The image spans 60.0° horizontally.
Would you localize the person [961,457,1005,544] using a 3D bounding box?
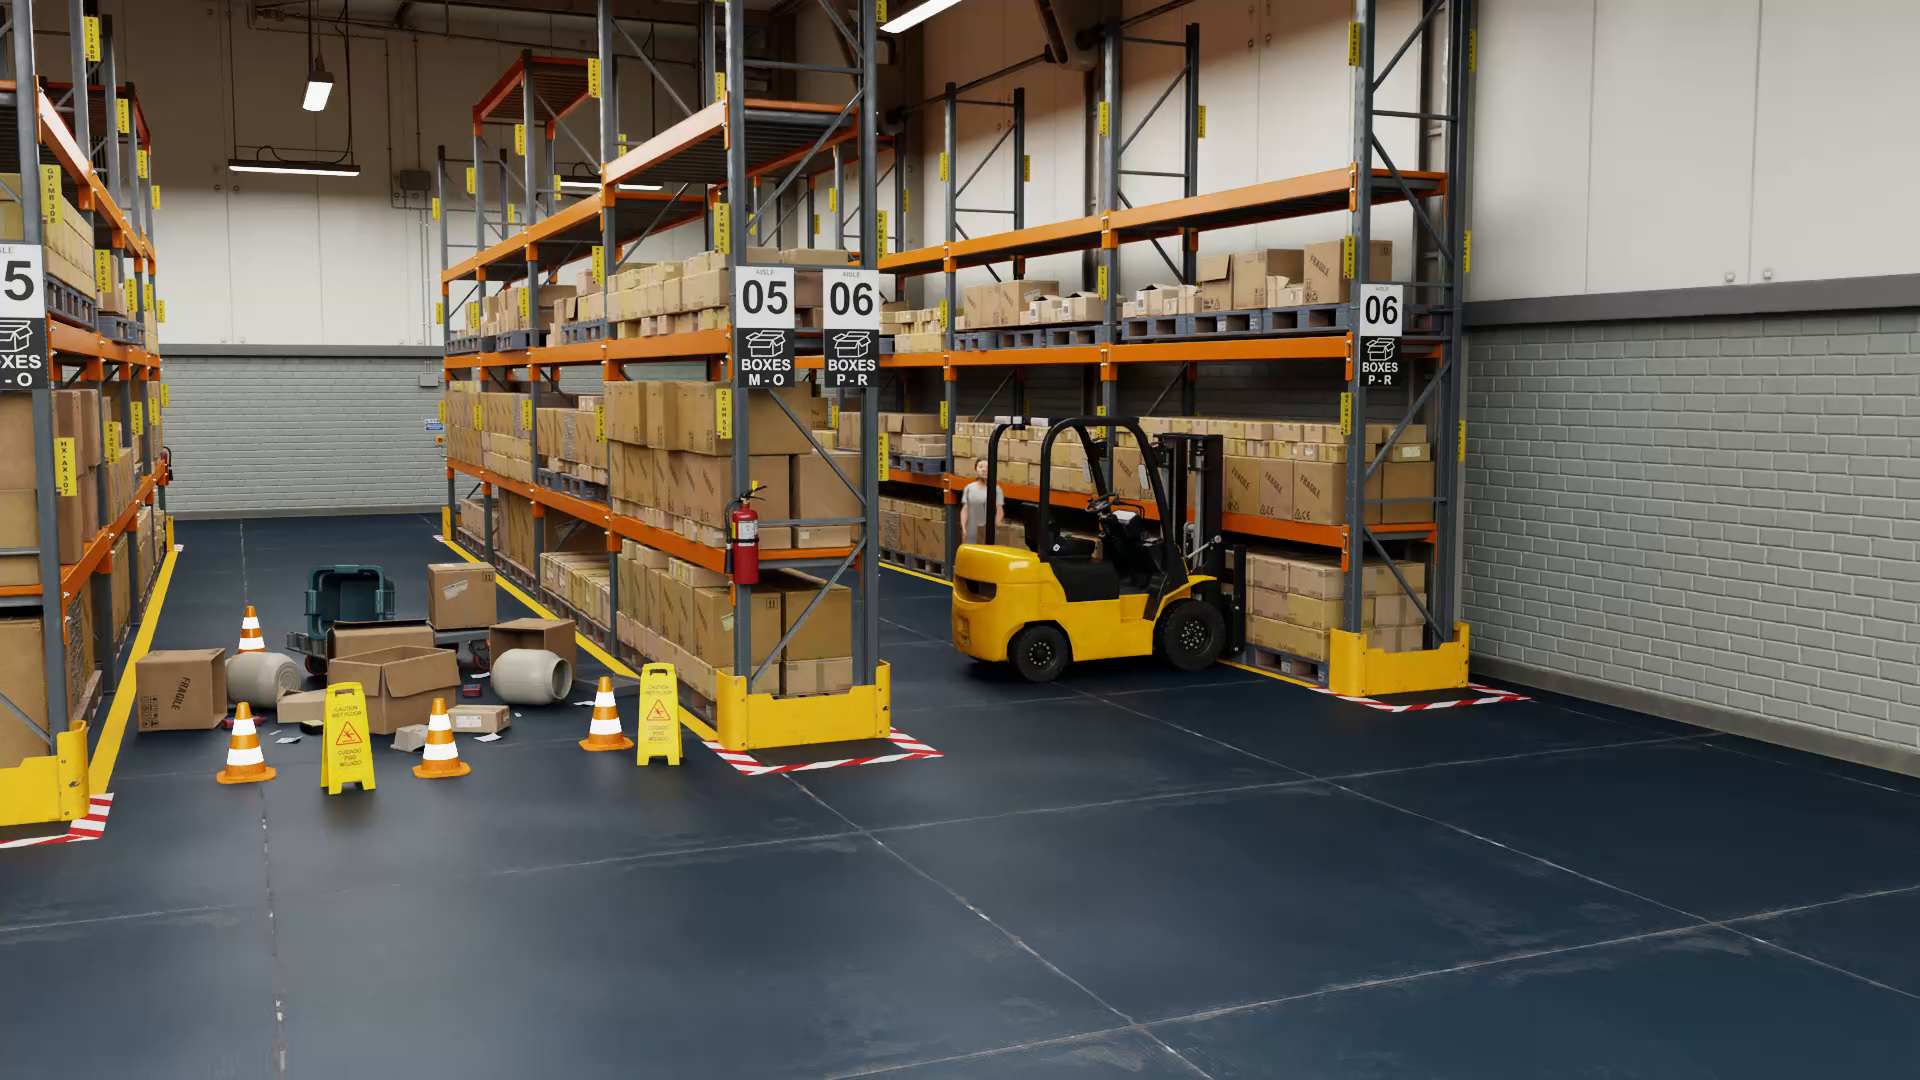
[{"bbox_3d":[0.218,-0.006,17.070,0.484,1.658,0.519,1,6,10],"label":"person"}]
